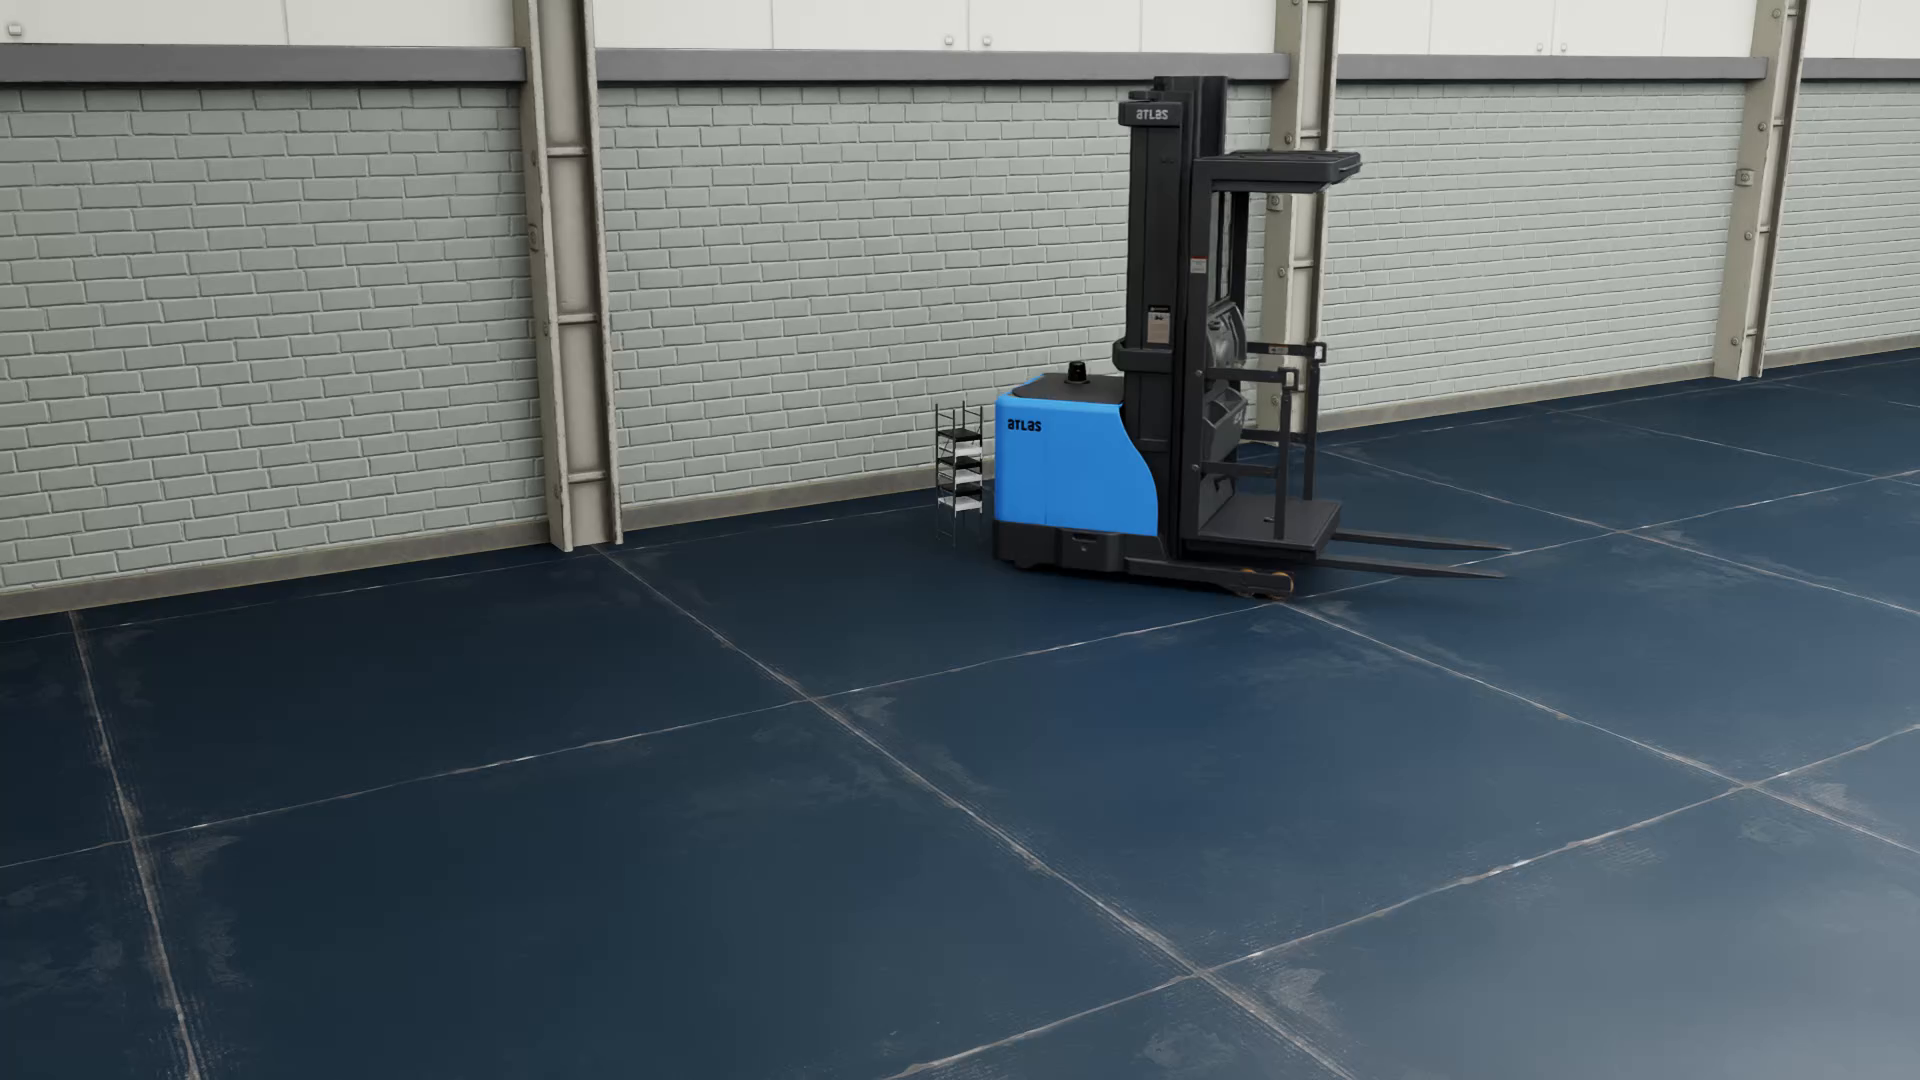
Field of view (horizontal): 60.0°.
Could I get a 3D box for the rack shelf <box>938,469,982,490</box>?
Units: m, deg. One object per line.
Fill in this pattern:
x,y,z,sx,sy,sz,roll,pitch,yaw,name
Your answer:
-0.007,-0.400,10.793,0.200,0.077,0.258,-9,18,-30,rack shelf

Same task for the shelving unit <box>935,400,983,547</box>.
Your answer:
-0.007,-0.432,10.784,0.210,0.900,0.258,-9,18,-30,shelving unit

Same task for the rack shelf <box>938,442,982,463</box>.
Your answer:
-0.007,-0.573,10.745,0.200,0.077,0.258,-9,18,-30,rack shelf

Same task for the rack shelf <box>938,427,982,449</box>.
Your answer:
-0.007,-0.660,10.720,0.200,0.077,0.258,-9,18,-30,rack shelf

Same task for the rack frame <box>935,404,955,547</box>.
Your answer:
-0.094,-0.418,10.734,0.006,0.900,0.240,-9,18,-30,rack frame

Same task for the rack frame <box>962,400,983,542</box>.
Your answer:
0.080,-0.446,10.835,0.006,0.900,0.240,-9,18,-30,rack frame

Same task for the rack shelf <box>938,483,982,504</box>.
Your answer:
-0.007,-0.313,10.818,0.200,0.077,0.258,-9,18,-30,rack shelf

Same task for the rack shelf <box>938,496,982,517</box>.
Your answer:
-0.007,-0.227,10.842,0.200,0.077,0.258,-9,18,-30,rack shelf

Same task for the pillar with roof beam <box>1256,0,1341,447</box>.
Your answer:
4.920,-4.158,9.070,0.400,9.000,9.100,-9,18,-30,pillar with roof beam

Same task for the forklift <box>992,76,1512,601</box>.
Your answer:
1.768,-1.219,9.829,3.031,2.935,1.130,6,17,20,forklift

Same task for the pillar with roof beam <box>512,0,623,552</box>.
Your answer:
-0.224,-3.324,6.095,0.400,9.000,9.100,-9,18,-30,pillar with roof beam

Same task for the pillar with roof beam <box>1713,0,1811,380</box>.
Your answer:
10.063,-4.992,12.045,0.400,9.000,9.100,-9,18,-30,pillar with roof beam

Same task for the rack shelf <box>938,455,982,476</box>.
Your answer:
-0.007,-0.487,10.769,0.200,0.077,0.258,-9,18,-30,rack shelf
